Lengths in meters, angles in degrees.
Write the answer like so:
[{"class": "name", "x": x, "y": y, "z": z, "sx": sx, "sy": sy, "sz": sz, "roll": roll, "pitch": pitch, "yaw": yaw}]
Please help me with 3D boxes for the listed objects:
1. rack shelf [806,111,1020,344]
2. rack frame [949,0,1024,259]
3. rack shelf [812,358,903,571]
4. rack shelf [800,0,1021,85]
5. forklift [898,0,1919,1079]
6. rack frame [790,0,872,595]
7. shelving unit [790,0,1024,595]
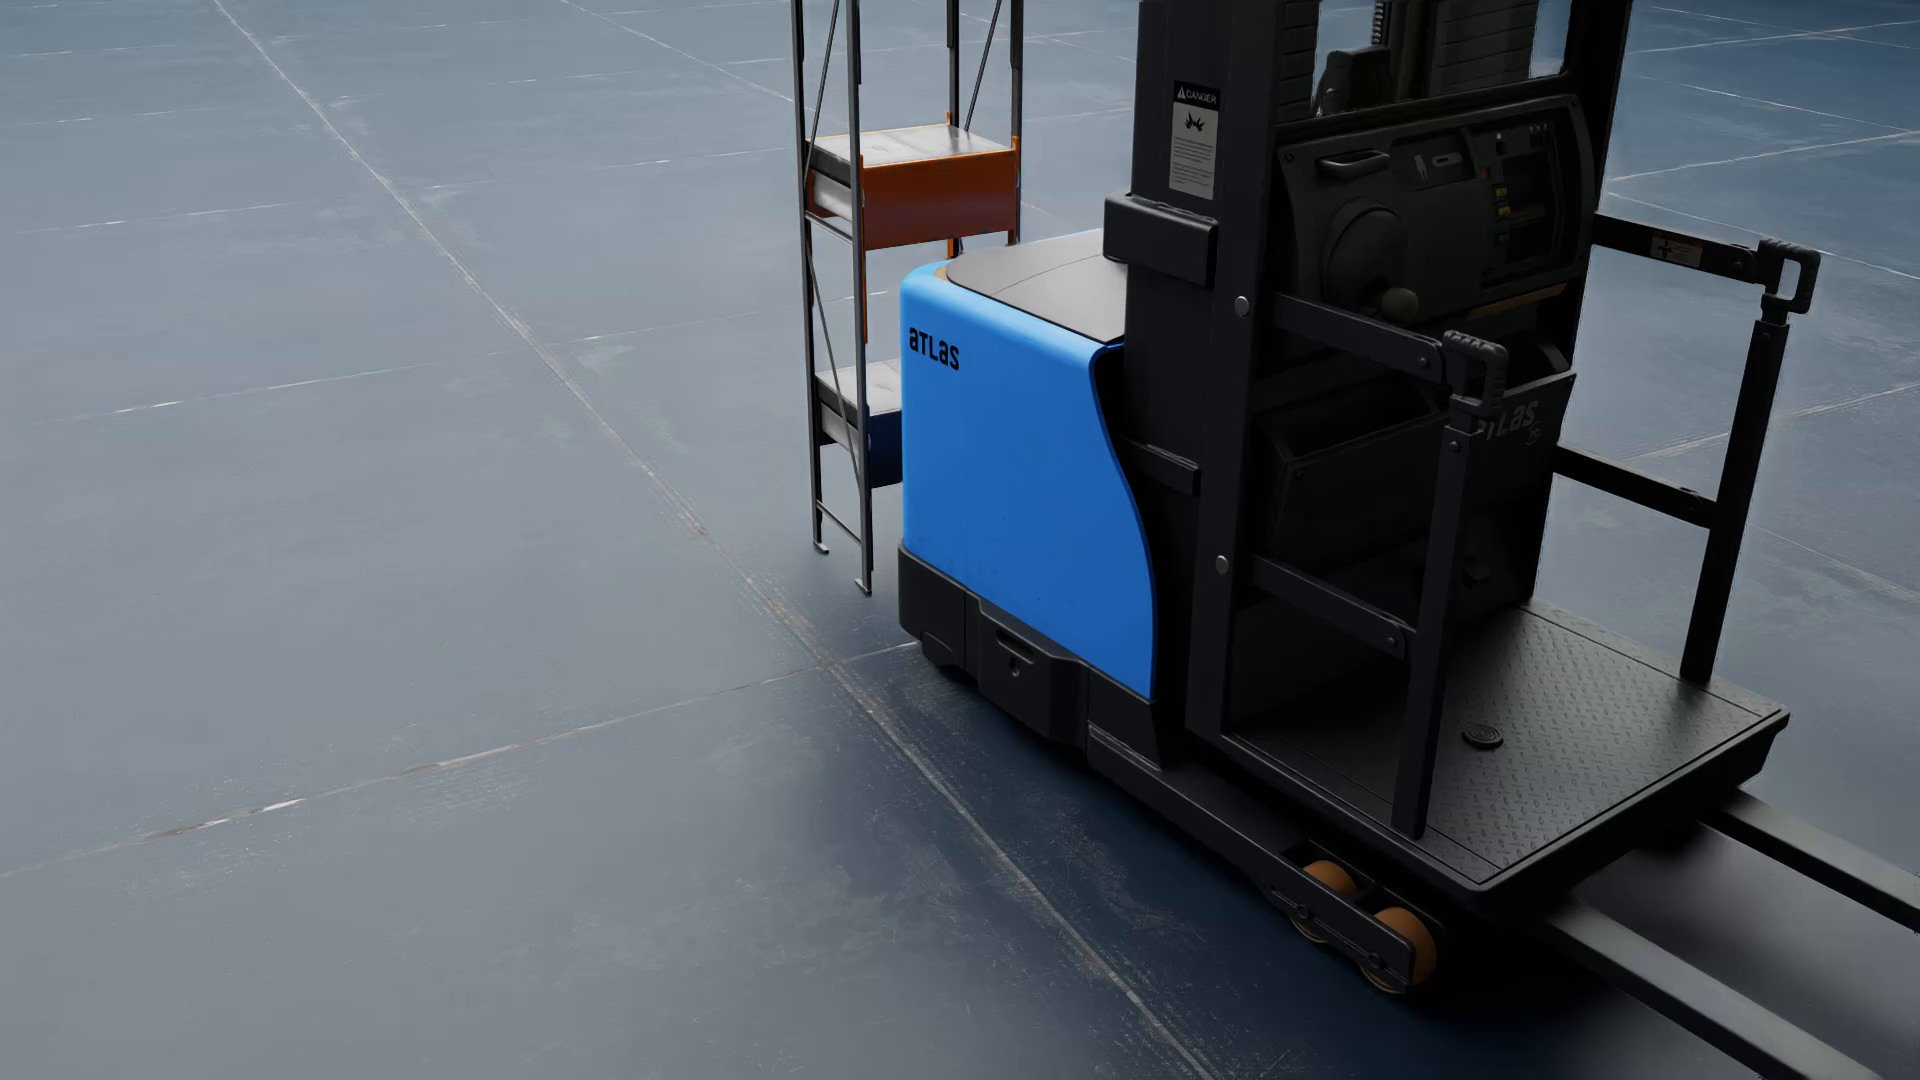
[{"class": "rack shelf", "x": -0.146, "y": -0.901, "z": 4.731, "sx": 0.480, "sy": 0.518, "sz": 0.431, "roll": -13, "pitch": 29, "yaw": -25}, {"class": "rack frame", "x": 0.069, "y": -0.963, "z": 4.829, "sx": 0.015, "sy": 2.100, "sz": 0.400, "roll": -13, "pitch": 29, "yaw": -25}, {"class": "rack shelf", "x": -0.146, "y": -0.270, "z": 5.034, "sx": 0.480, "sy": 0.518, "sz": 0.431, "roll": -13, "pitch": 29, "yaw": -25}, {"class": "rack shelf", "x": -0.146, "y": -1.532, "z": 4.428, "sx": 0.480, "sy": 0.518, "sz": 0.431, "roll": -13, "pitch": 29, "yaw": -25}, {"class": "forklift", "x": 1.111, "y": -0.651, "z": 3.220, "sx": 1.130, "sy": 2.935, "sz": 3.031, "roll": -18, "pitch": 31, "yaw": -32}, {"class": "rack frame", "x": -0.361, "y": -0.863, "z": 4.622, "sx": 0.015, "sy": 2.100, "sz": 0.400, "roll": -13, "pitch": 29, "yaw": -25}, {"class": "shelving unit", "x": -0.146, "y": -0.913, "z": 4.725, "sx": 0.503, "sy": 2.100, "sz": 0.431, "roll": -13, "pitch": 29, "yaw": -25}]
